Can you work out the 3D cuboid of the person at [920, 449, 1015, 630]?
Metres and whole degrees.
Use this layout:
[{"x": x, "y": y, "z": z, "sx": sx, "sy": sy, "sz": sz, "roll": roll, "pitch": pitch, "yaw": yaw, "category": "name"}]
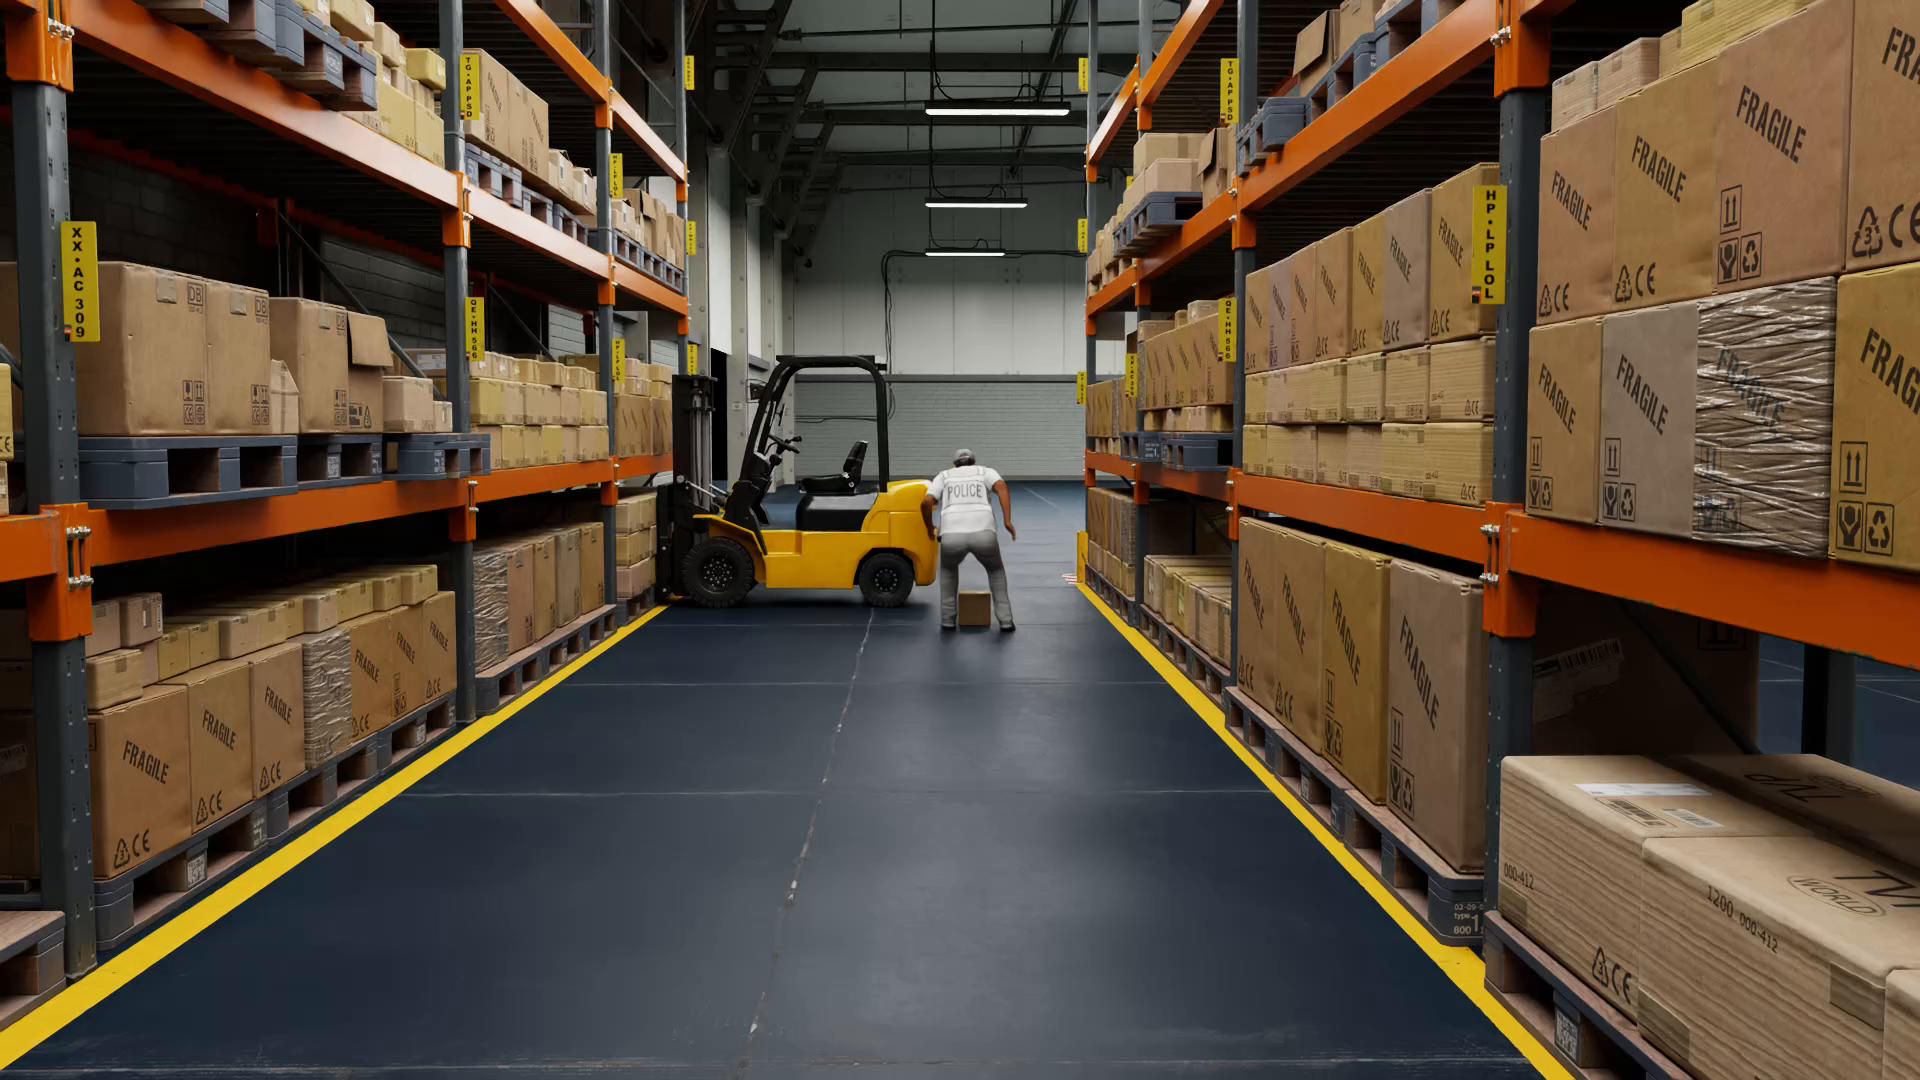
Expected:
[{"x": 0.062, "y": 0.006, "z": 12.576, "sx": 0.716, "sy": 1.382, "sz": 0.759, "roll": 0, "pitch": 4, "yaw": 1, "category": "person"}]
